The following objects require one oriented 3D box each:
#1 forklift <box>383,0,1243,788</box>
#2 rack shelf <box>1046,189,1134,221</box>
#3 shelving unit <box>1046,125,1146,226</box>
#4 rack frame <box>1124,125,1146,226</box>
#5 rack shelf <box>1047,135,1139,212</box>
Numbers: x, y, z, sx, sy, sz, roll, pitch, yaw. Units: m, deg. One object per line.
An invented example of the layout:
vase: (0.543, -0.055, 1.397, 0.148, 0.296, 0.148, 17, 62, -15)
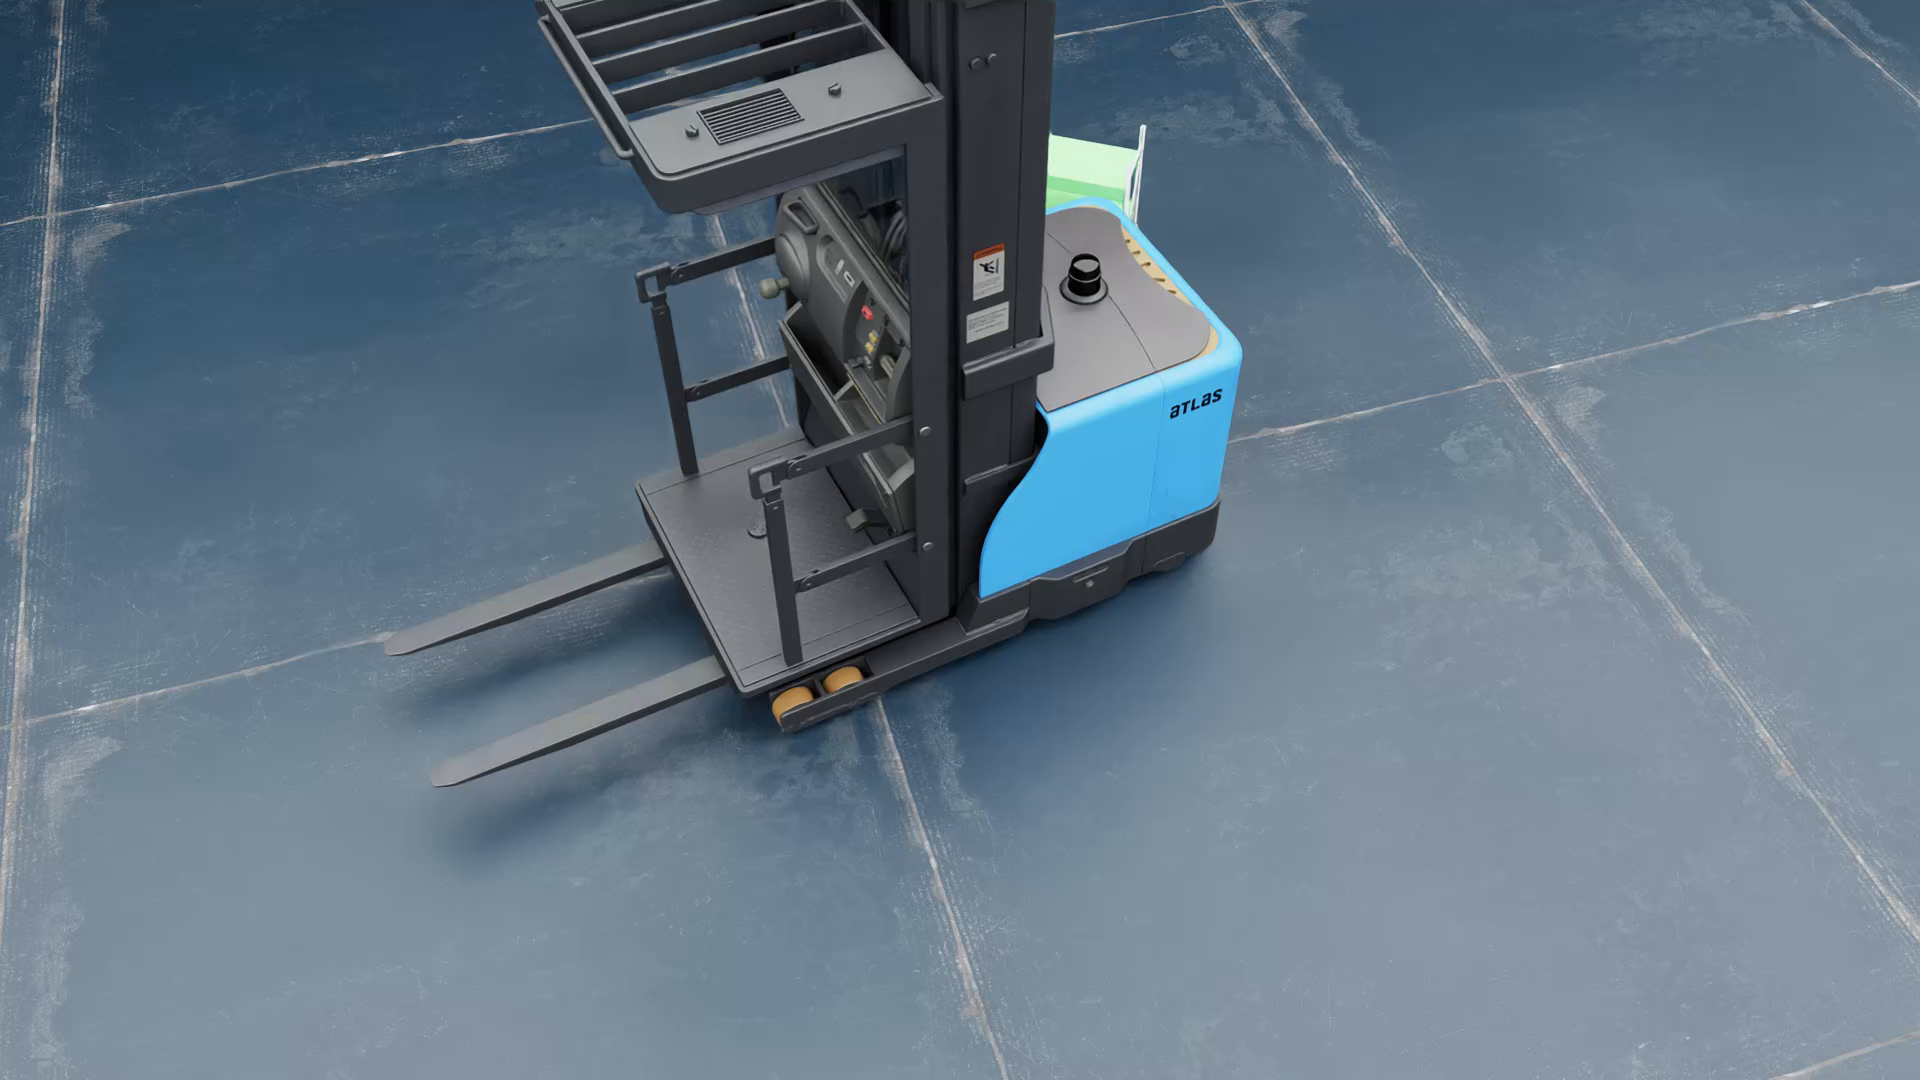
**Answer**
forklift: (-0.561, -0.727, 5.235, 3.031, 2.935, 1.130, -21, 53, -17)
rack shelf: (0.429, -1.264, 6.587, 0.480, 0.148, 0.258, 13, 52, 11)
shelving unit: (0.430, -1.153, 6.724, 0.503, 1.200, 0.258, 13, 52, 11)
rack frame: (0.663, -1.099, 6.678, 0.015, 1.200, 0.240, 13, 52, 11)
rack shelf: (0.428, -1.416, 6.401, 0.480, 0.148, 0.258, 13, 52, 11)
